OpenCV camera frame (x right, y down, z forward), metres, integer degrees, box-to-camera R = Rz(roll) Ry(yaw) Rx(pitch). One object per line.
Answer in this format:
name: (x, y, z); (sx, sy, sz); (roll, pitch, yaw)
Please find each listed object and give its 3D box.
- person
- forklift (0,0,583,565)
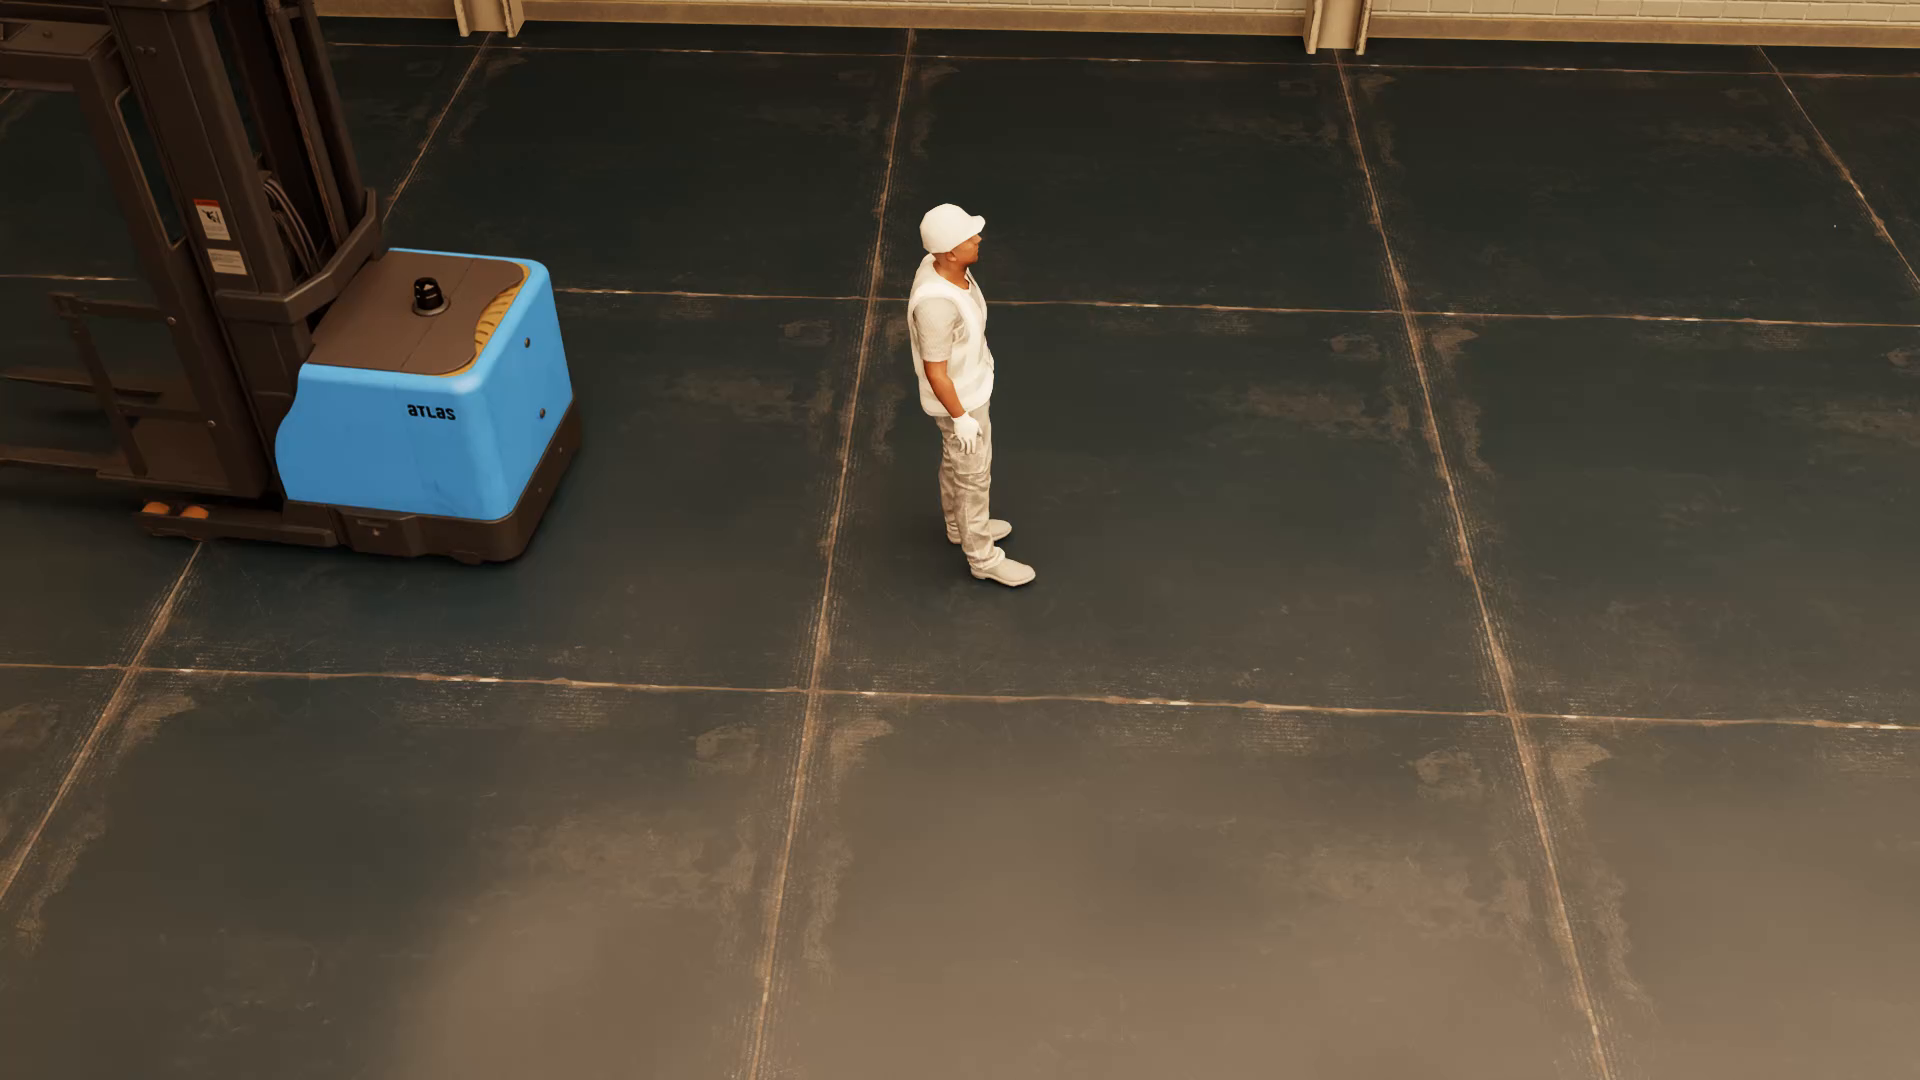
person: (0.071, -0.656, 7.301); (0.577, 1.782, 0.656); (2, 42, 2)
forklift: (-3.464, -1.426, 7.305); (3.031, 2.935, 1.130); (6, 43, 6)
